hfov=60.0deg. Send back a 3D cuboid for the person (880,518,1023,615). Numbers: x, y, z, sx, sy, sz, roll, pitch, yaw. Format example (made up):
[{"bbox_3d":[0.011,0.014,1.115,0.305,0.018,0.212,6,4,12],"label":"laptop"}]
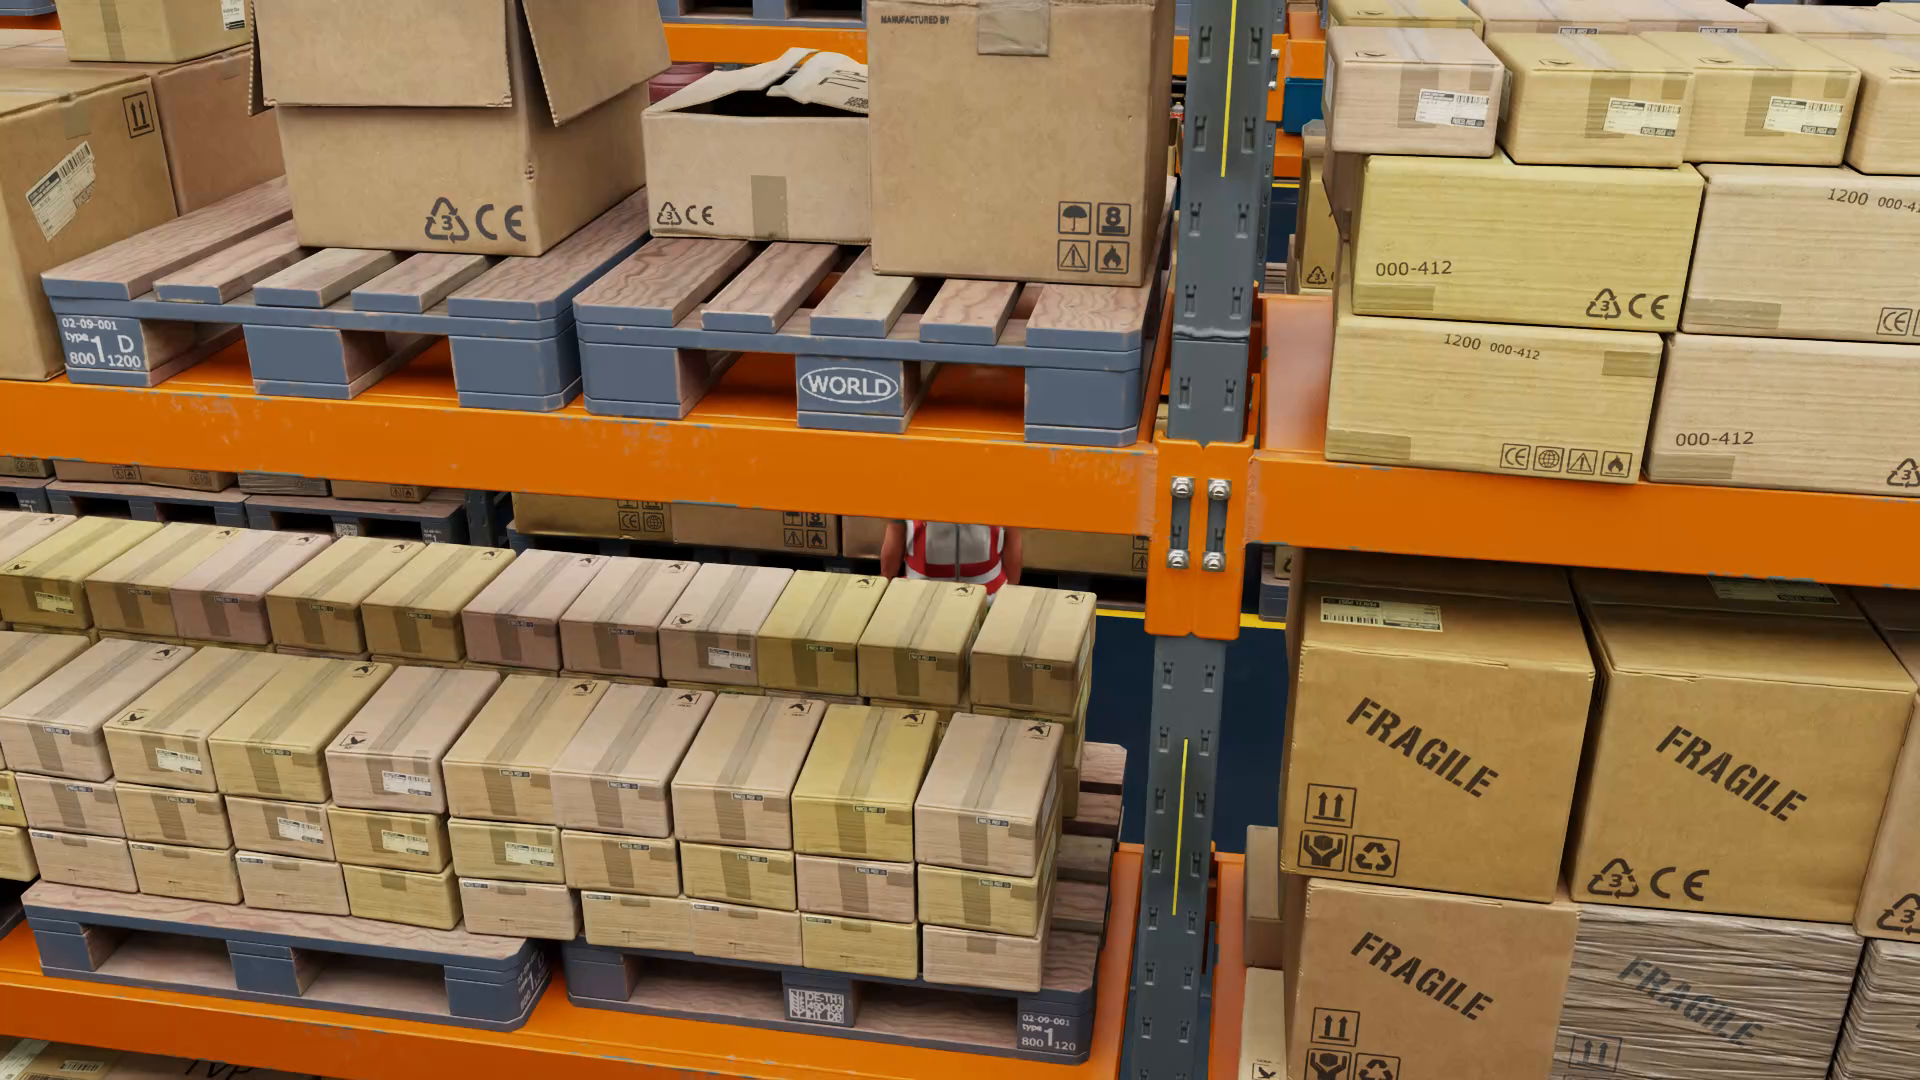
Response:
[{"bbox_3d":[-0.045,0.216,6.544,0.591,1.780,0.562,-3,25,-8],"label":"person"}]
